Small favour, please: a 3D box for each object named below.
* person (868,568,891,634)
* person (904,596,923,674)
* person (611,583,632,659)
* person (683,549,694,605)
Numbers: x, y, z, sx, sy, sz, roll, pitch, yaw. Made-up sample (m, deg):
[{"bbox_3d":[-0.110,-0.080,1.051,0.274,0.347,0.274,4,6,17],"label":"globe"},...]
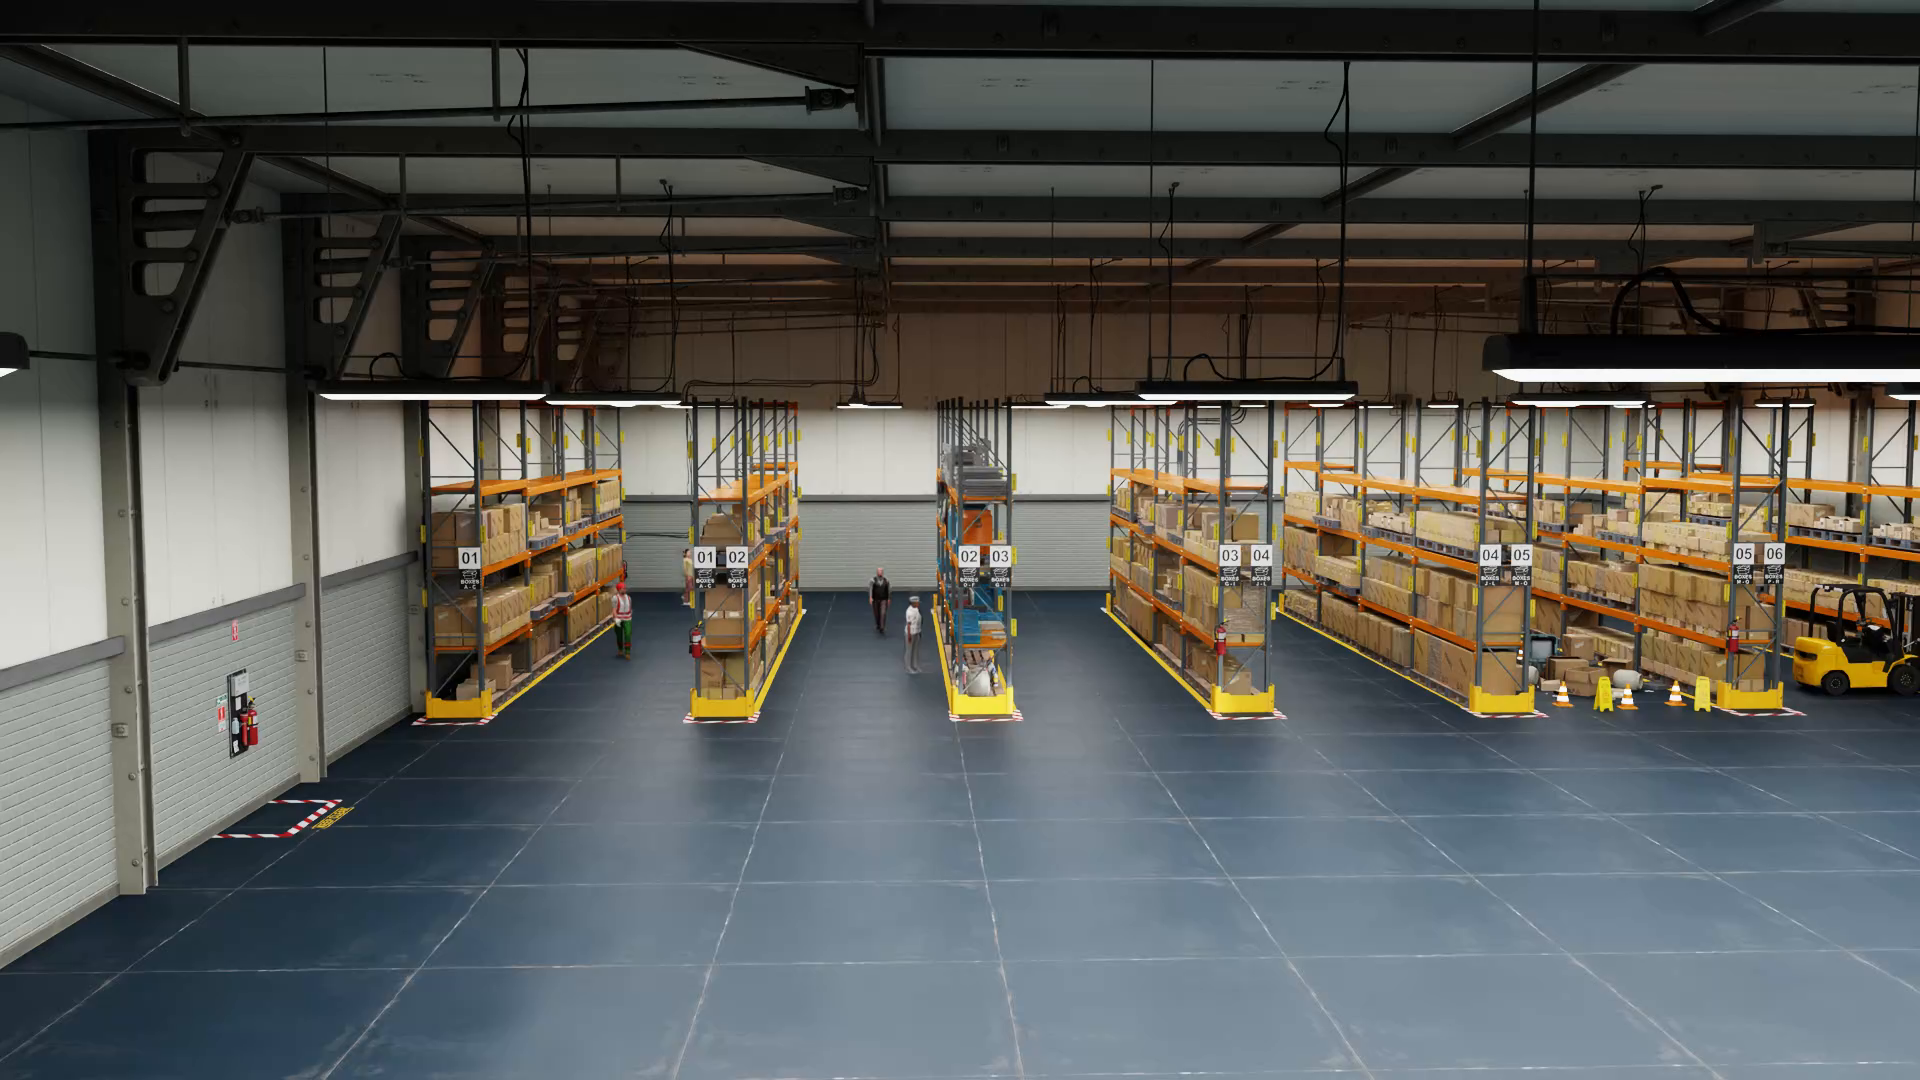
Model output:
[{"bbox_3d":[-2.100,1.560,43.008,0.532,1.676,1.026,1,4,8],"label":"person"},{"bbox_3d":[-1.007,2.057,36.139,0.385,1.685,0.461,2,5,24],"label":"person"},{"bbox_3d":[-7.836,1.851,38.505,0.472,1.730,1.039,-1,4,-11],"label":"person"},{"bbox_3d":[-7.948,1.083,49.038,0.461,1.655,0.465,1,4,7],"label":"person"}]
